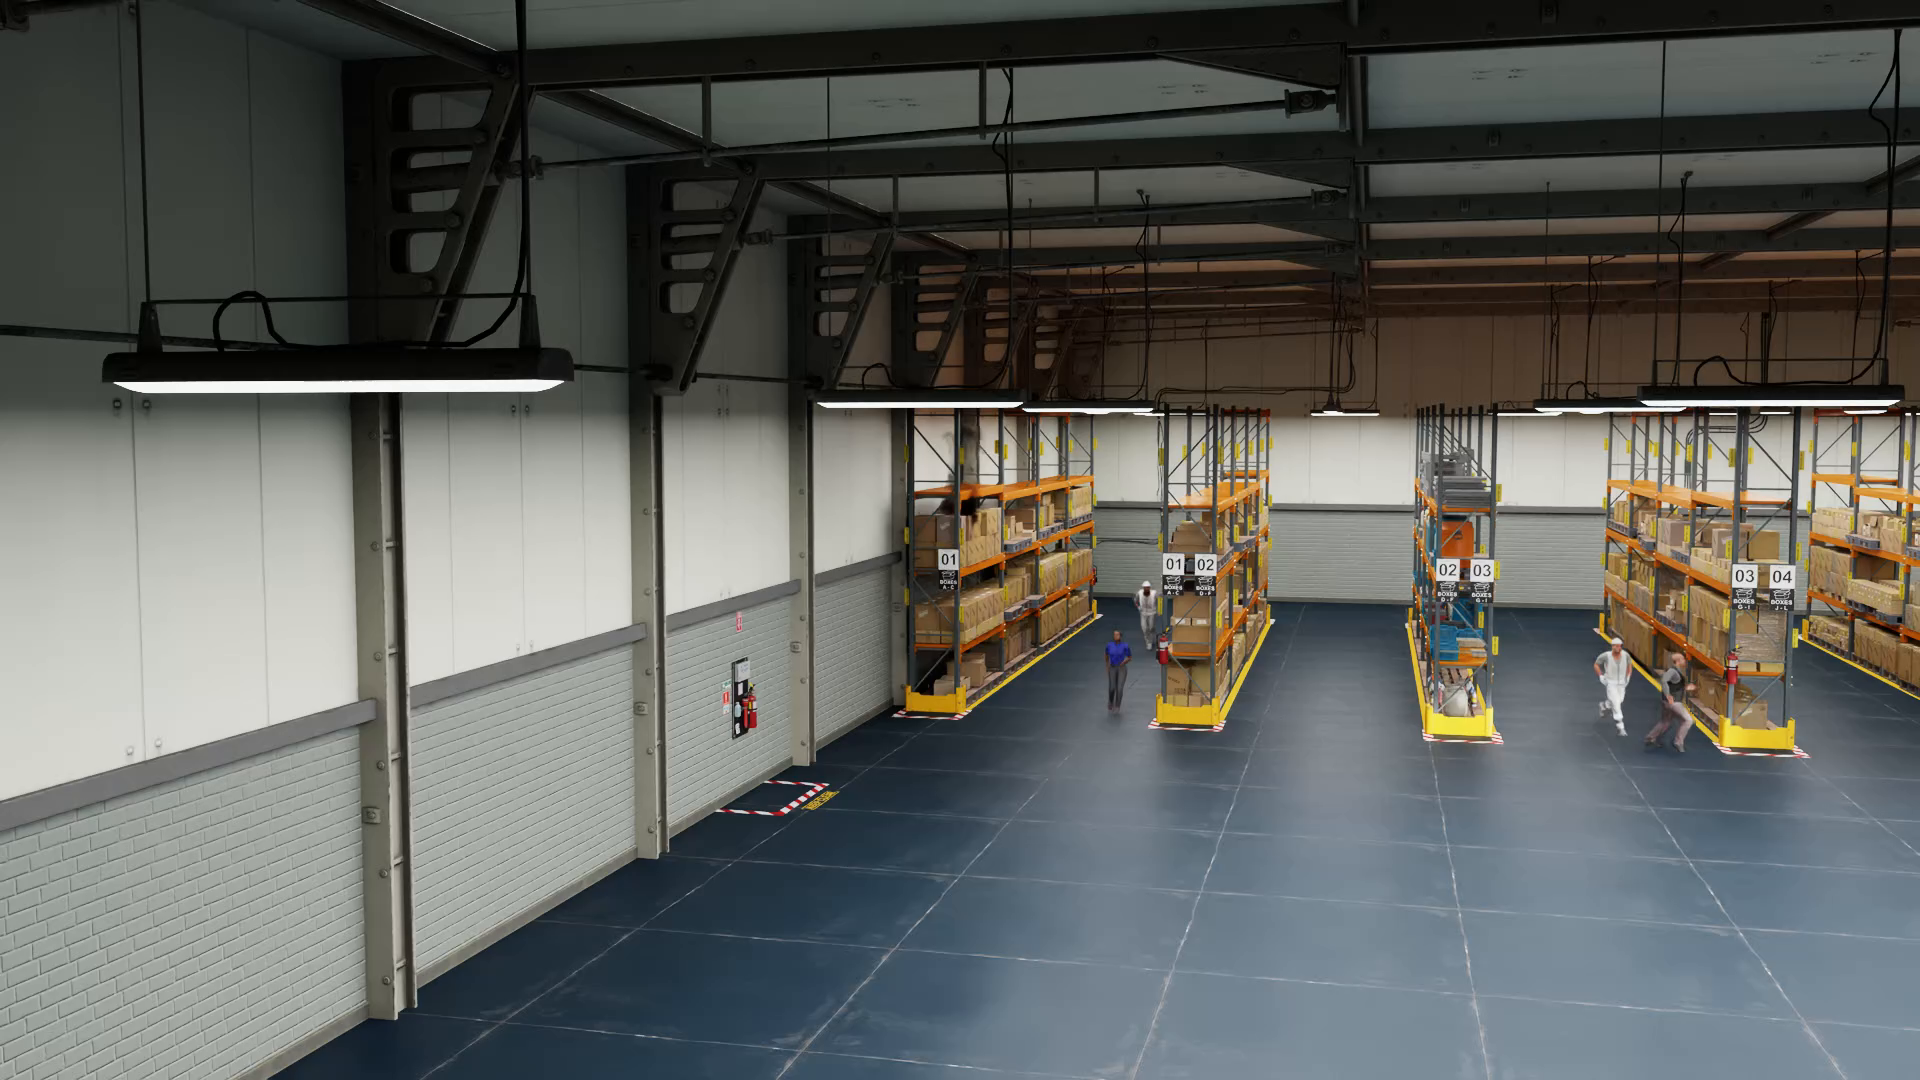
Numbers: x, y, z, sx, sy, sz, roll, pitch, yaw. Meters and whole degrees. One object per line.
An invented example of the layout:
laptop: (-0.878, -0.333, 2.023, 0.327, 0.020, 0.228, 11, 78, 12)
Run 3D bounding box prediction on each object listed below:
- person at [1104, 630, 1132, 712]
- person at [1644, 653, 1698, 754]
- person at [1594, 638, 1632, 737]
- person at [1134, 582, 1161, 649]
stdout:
person: (3.060, 2.558, 32.314, 0.560, 1.621, 0.574, 1, 4, 11)
person: (12.232, 2.815, 28.575, 0.833, 1.752, 0.662, 1, 4, 19)
person: (11.944, 2.644, 30.449, 0.659, 1.773, 1.054, 0, 4, -5)
person: (4.693, 1.867, 41.507, 0.675, 1.703, 0.761, 1, 4, 19)
